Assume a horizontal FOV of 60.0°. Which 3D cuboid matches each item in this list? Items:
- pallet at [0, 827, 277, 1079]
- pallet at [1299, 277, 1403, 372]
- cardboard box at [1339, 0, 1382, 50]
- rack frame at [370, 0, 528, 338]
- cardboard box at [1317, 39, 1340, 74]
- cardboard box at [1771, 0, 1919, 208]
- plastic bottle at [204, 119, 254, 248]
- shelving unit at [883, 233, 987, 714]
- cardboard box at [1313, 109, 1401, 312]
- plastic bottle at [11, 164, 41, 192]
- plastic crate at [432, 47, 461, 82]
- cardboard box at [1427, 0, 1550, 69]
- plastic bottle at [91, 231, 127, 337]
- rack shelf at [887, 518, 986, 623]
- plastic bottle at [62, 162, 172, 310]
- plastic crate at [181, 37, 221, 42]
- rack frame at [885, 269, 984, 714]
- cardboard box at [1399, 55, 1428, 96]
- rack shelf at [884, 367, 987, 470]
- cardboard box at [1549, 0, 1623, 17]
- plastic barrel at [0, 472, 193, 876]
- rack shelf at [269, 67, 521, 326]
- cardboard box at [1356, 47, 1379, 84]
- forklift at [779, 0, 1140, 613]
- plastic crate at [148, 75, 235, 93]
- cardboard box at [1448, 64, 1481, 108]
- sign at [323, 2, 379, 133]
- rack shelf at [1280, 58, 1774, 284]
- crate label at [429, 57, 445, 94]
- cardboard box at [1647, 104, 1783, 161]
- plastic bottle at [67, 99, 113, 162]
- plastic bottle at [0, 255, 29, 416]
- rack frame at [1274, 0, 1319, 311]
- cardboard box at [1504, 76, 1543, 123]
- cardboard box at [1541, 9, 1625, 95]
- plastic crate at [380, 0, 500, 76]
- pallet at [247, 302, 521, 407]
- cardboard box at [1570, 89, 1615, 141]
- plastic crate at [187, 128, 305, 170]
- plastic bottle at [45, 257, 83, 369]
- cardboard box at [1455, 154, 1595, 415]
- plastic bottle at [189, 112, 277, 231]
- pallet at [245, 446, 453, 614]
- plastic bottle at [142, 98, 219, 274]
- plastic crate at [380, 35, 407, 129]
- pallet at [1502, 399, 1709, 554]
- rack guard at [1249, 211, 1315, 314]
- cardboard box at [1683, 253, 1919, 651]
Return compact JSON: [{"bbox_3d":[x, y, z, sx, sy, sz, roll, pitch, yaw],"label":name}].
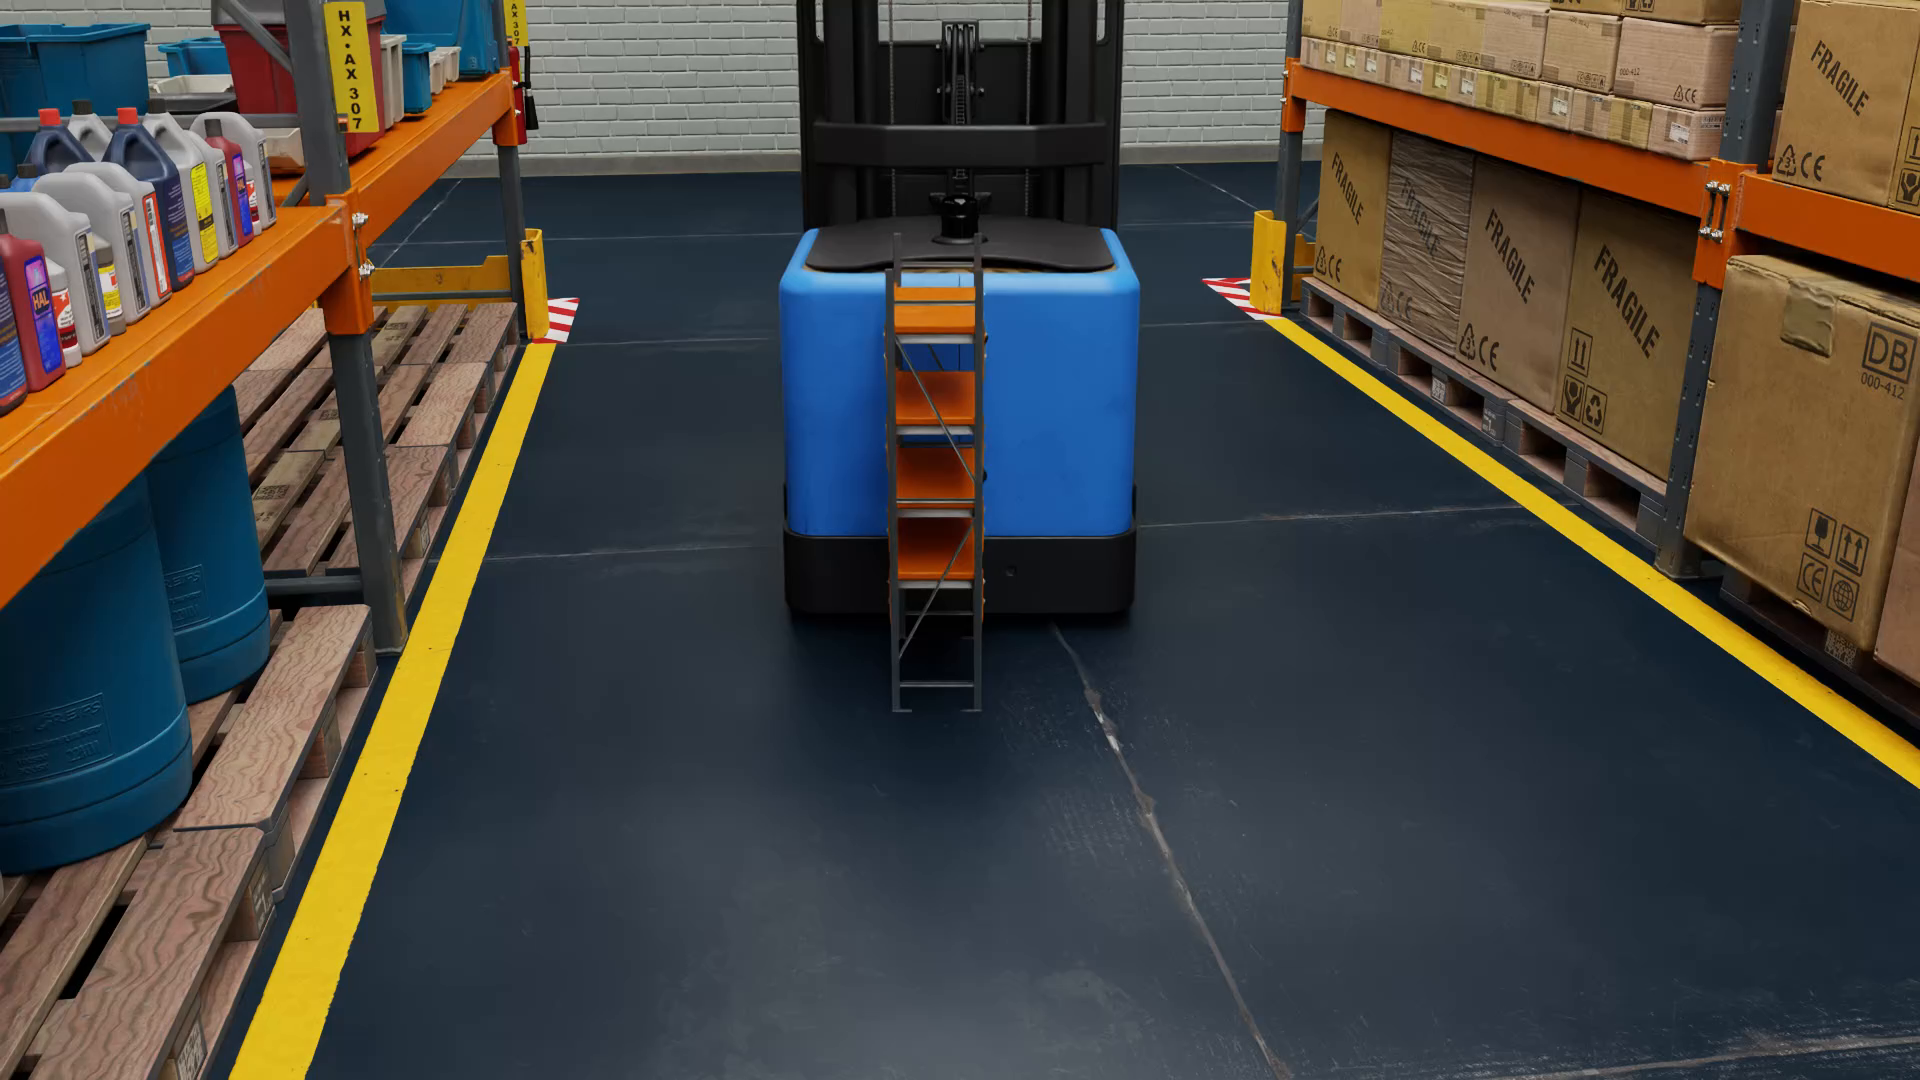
[{"bbox_3d":[-1.871,0.933,2.917,1.003,0.211,1.213,-3,21,-8],"label":"pallet"},{"bbox_3d":[2.397,-1.121,8.417,1.003,0.211,1.213,-3,21,-8],"label":"pallet"},{"bbox_3d":[2.088,-2.410,7.672,0.500,0.250,0.500,-3,21,-8],"label":"cardboard box"},{"bbox_3d":[-2.697,-2.451,7.991,1.000,3.000,0.127,-3,21,-8],"label":"rack frame"},{"bbox_3d":[1.967,-2.355,8.093,0.380,0.149,0.250,-3,21,-9],"label":"cardboard box"},{"bbox_3d":[2.600,-1.191,4.474,0.500,0.500,0.500,-3,21,-8],"label":"cardboard box"},{"bbox_3d":[-1.665,-0.813,3.773,0.061,0.283,0.133,-3,21,-8],"label":"plastic bottle"},{"bbox_3d":[-0.062,-0.184,4.493,0.258,1.200,0.503,0,20,0],"label":"shelving unit"},{"bbox_3d":[2.376,-1.685,8.376,0.875,0.875,0.875,-3,21,-8],"label":"cardboard box"},{"bbox_3d":[-1.739,-0.572,3.144,0.097,0.271,0.097,0,20,0],"label":"plastic bottle"},{"bbox_3d":[-2.400,-2.082,7.295,0.396,0.136,0.243,-3,21,-8],"label":"plastic crate"},{"bbox_3d":[2.237,-2.056,6.722,0.500,0.250,0.500,-3,21,-9],"label":"cardboard box"},{"bbox_3d":[-1.555,-0.466,2.961,0.097,0.201,0.097,0,20,0],"label":"plastic bottle"},{"bbox_3d":[-0.062,0.065,4.586,0.258,0.148,0.480,0,20,0],"label":"rack shelf"},{"bbox_3d":[-1.618,-0.587,3.177,0.152,0.276,0.135,-3,21,-8],"label":"plastic bottle"},{"bbox_3d":[-2.797,-1.843,6.516,0.416,0.233,0.300,-3,21,-8],"label":"plastic crate"},{"bbox_3d":[-0.062,-0.098,4.264,0.240,1.200,0.015,0,20,0],"label":"rack frame"},{"bbox_3d":[2.117,-1.998,7.139,0.380,0.149,0.250,-3,21,-8],"label":"cardboard box"},{"bbox_3d":[-0.062,-0.330,4.438,0.258,0.148,0.480,0,20,0],"label":"rack shelf"},{"bbox_3d":[2.382,-2.056,5.650,0.500,0.500,0.500,-3,21,-7],"label":"cardboard box"},{"bbox_3d":[-1.957,0.155,3.414,0.600,0.901,0.708,-3,21,-8],"label":"plastic barrel"},{"bbox_3d":[-2.409,-1.421,6.263,1.077,0.370,4.000,-3,21,-8],"label":"rack shelf"},{"bbox_3d":[2.043,-2.176,7.614,0.380,0.149,0.250,-3,21,-9],"label":"cardboard box"},{"bbox_3d":[0.001,-1.617,5.857,1.130,2.935,3.031,0,20,0],"label":"forklift"},{"bbox_3d":[-2.669,-1.558,5.892,0.293,0.136,0.466,-3,21,-8],"label":"plastic crate"},{"bbox_3d":[2.192,-1.820,6.662,0.380,0.149,0.250,-3,21,-7],"label":"cardboard box"},{"bbox_3d":[-1.576,-1.223,4.307,0.100,0.325,0.005,-3,21,-8],"label":"sign"},{"bbox_3d":[2.493,-1.671,6.932,1.077,0.370,4.000,-3,21,-8],"label":"rack shelf"},{"bbox_3d":[-2.308,-1.886,6.770,0.396,0.136,0.243,-3,21,-8],"label":"crate label"},{"bbox_3d":[2.413,-1.287,5.234,0.380,0.149,0.250,-3,21,-7],"label":"cardboard box"},{"bbox_3d":[-1.807,-0.734,3.464,0.144,0.351,0.185,-3,21,-8],"label":"plastic bottle"},{"bbox_3d":[-1.505,-0.360,2.463,0.144,0.351,0.185,-3,21,-8],"label":"plastic bottle"},{"bbox_3d":[2.204,-2.701,8.660,1.000,3.000,0.127,-3,21,-8],"label":"rack frame"},{"bbox_3d":[2.264,-1.643,6.188,0.380,0.149,0.250,-3,21,-7],"label":"cardboard box"},{"bbox_3d":[2.381,-1.704,5.779,0.500,0.250,0.500,-2,21,-6],"label":"cardboard box"},{"bbox_3d":[-2.464,-2.389,7.689,0.616,0.435,0.499,-3,21,-8],"label":"plastic crate"},{"bbox_3d":[-2.616,-0.857,7.709,1.003,0.211,1.213,-3,21,-8],"label":"pallet"},{"bbox_3d":[2.339,-1.465,5.711,0.380,0.149,0.250,-3,21,-9],"label":"cardboard box"},{"bbox_3d":[-2.046,-1.139,4.769,0.396,0.136,0.243,-3,21,-8],"label":"plastic crate"},{"bbox_3d":[-1.522,-0.386,2.746,0.097,0.201,0.097,0,20,0],"label":"plastic bottle"},{"bbox_3d":[2.635,-1.061,6.707,0.875,0.875,0.875,-3,21,-8],"label":"cardboard box"},{"bbox_3d":[-1.744,-0.888,3.983,0.152,0.276,0.135,-3,21,-8],"label":"plastic bottle"},{"bbox_3d":[-2.265,-0.012,5.447,1.003,0.211,1.213,-3,21,-8],"label":"pallet"},{"bbox_3d":[-1.664,-0.741,3.484,0.144,0.351,0.185,-3,21,-8],"label":"plastic bottle"},{"bbox_3d":[-2.158,-1.577,5.734,0.437,0.282,0.530,-3,21,-8],"label":"plastic crate"},{"bbox_3d":[2.749,-0.277,6.155,1.003,0.211,1.213,-3,21,-8],"label":"pallet"},{"bbox_3d":[2.201,-1.538,9.120,1.175,0.500,0.348,-3,21,-8],"label":"rack guard"},{"bbox_3d":[2.893,-0.297,4.660,1.225,0.875,0.875,-3,21,-8],"label":"cardboard box"}]
